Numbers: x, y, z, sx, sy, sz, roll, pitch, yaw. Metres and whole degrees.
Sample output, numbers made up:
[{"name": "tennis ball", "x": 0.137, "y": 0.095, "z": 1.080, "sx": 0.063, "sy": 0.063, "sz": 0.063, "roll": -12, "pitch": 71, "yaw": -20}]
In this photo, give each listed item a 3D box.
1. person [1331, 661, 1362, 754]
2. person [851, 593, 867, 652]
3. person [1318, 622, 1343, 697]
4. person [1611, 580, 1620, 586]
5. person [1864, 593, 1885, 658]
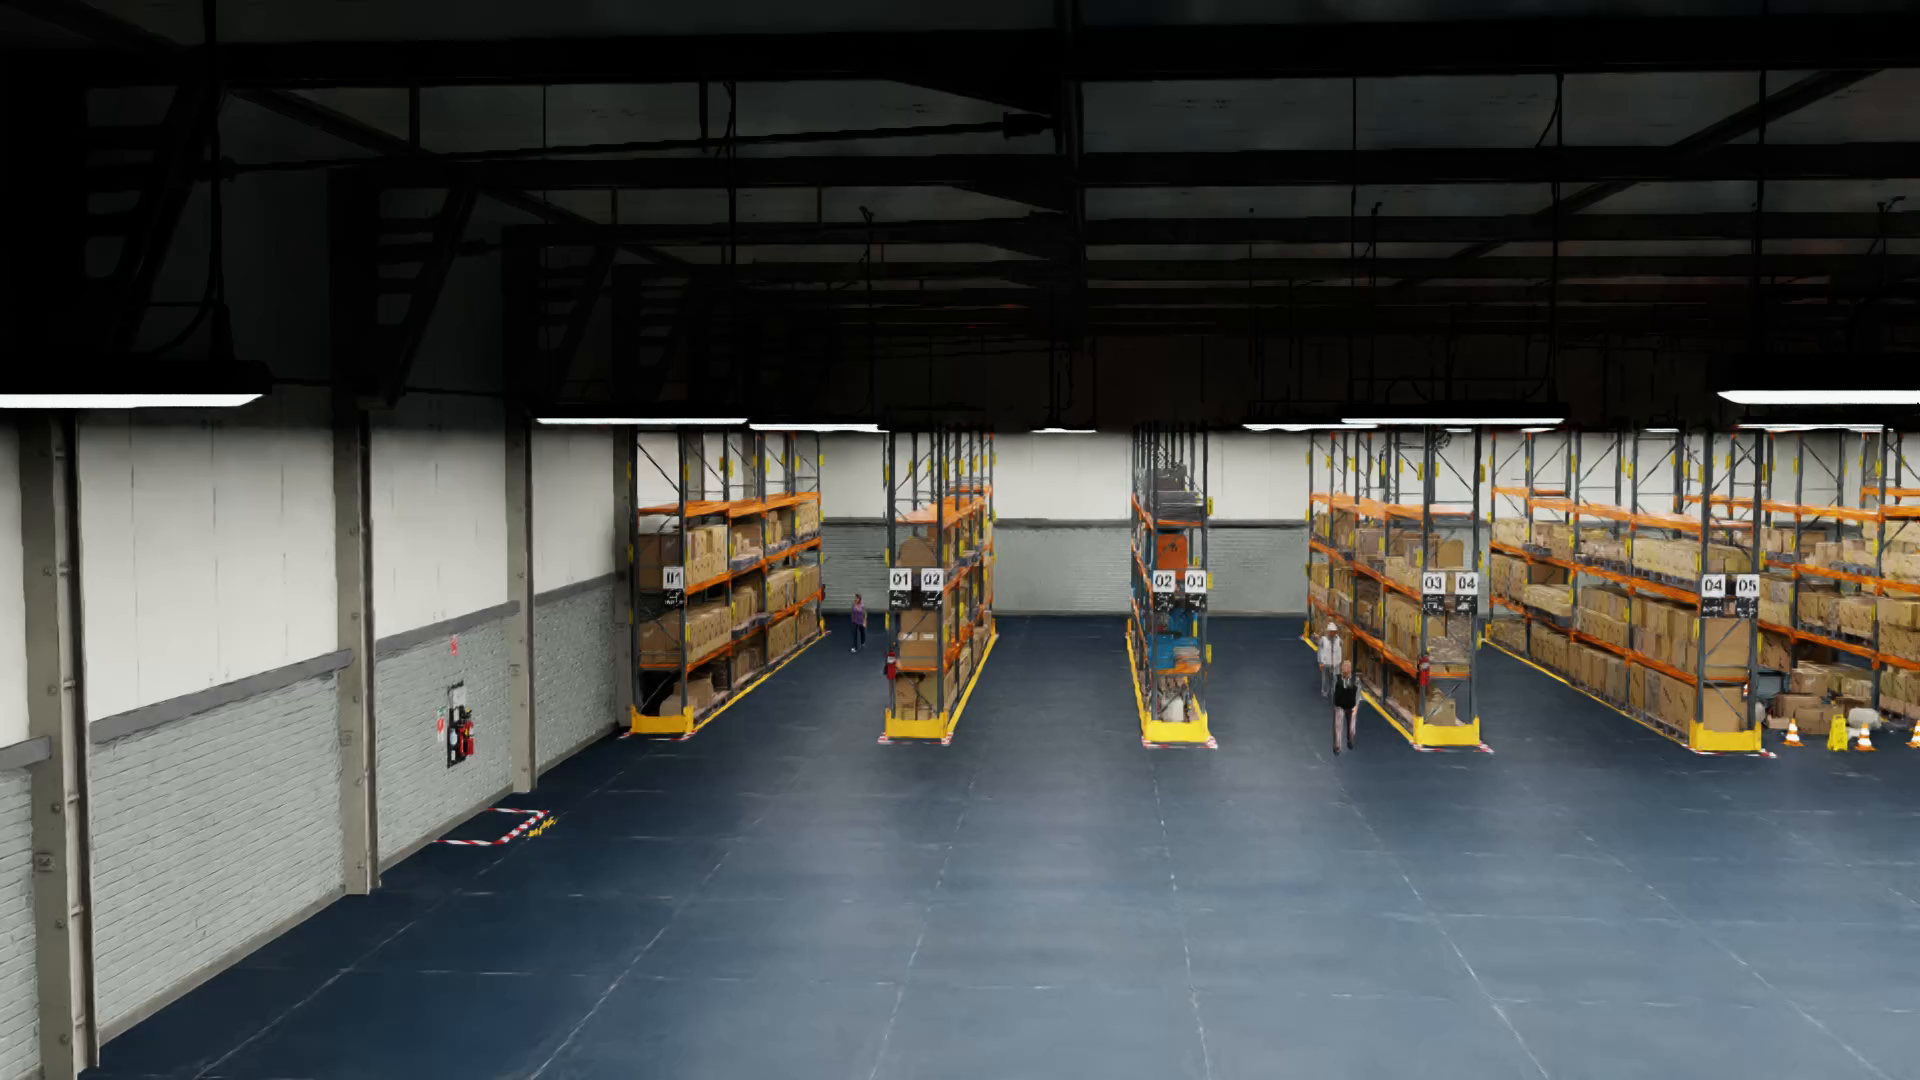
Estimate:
[{"name": "person", "x": 6.946, "y": 2.990, "z": 29.884, "sx": 0.539, "sy": 1.664, "sz": 1.031, "roll": 1, "pitch": 4, "yaw": 13}, {"name": "person", "x": -2.669, "y": 2.168, "z": 44.083, "sx": 0.416, "sy": 1.515, "sz": 1.034, "roll": 0, "pitch": 4, "yaw": 3}, {"name": "person", "x": 7.941, "y": 2.608, "z": 35.649, "sx": 0.543, "sy": 1.698, "sz": 1.114, "roll": 0, "pitch": 4, "yaw": 7}, {"name": "person", "x": 18.660, "y": 1.921, "z": 47.120, "sx": 0.520, "sy": 1.666, "sz": 0.571, "roll": -2, "pitch": 4, "yaw": -24}, {"name": "person", "x": 23.307, "y": 2.154, "z": 42.222, "sx": 0.576, "sy": 1.763, "sz": 0.684, "roll": 1, "pitch": 4, "yaw": 18}]
